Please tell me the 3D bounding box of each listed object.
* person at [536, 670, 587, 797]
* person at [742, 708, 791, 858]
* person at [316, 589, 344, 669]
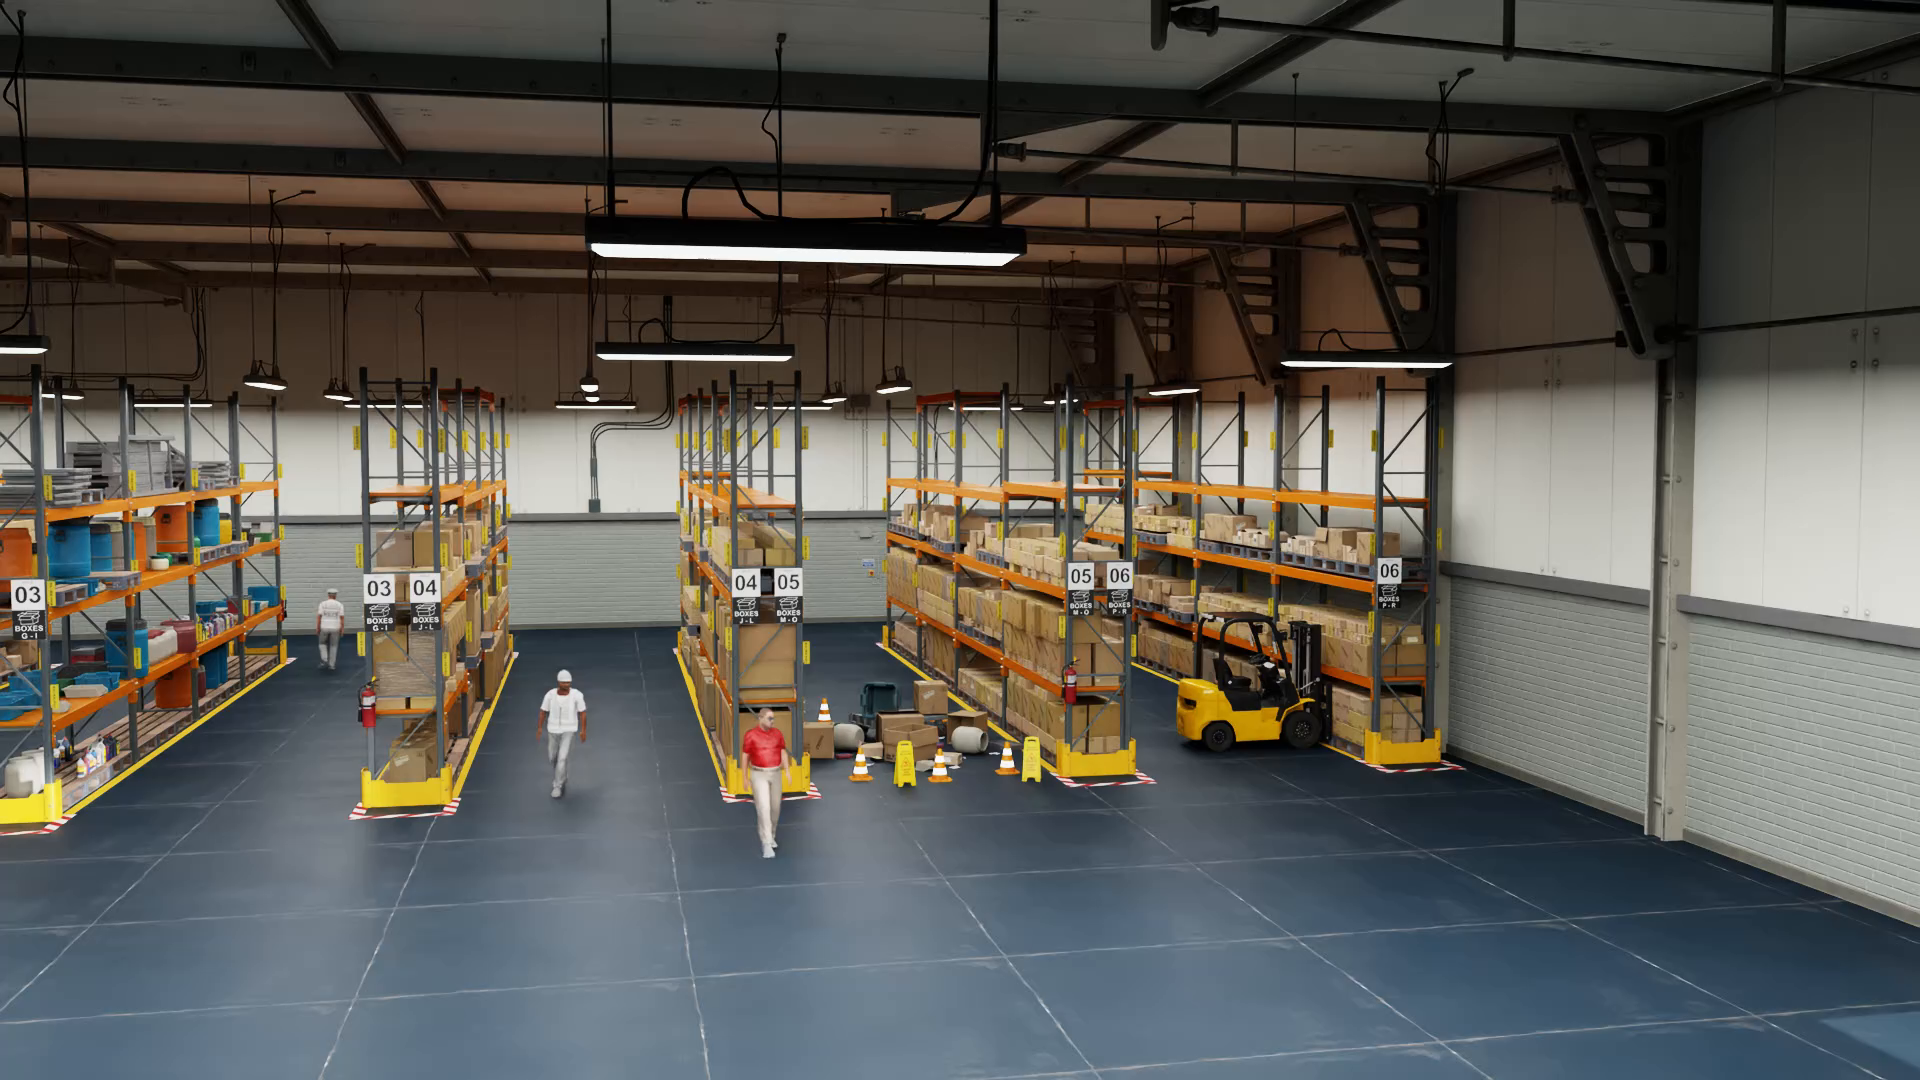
[{"bbox_3d":[-5.682,2.727,23.733,0.659,1.743,0.873,0,3,-2],"label":"person"},{"bbox_3d":[-2.299,2.950,20.298,0.558,1.756,0.680,-2,4,-34],"label":"person"},{"bbox_3d":[-13.770,1.952,36.380,0.579,1.753,0.472,-1,4,-16],"label":"person"}]
